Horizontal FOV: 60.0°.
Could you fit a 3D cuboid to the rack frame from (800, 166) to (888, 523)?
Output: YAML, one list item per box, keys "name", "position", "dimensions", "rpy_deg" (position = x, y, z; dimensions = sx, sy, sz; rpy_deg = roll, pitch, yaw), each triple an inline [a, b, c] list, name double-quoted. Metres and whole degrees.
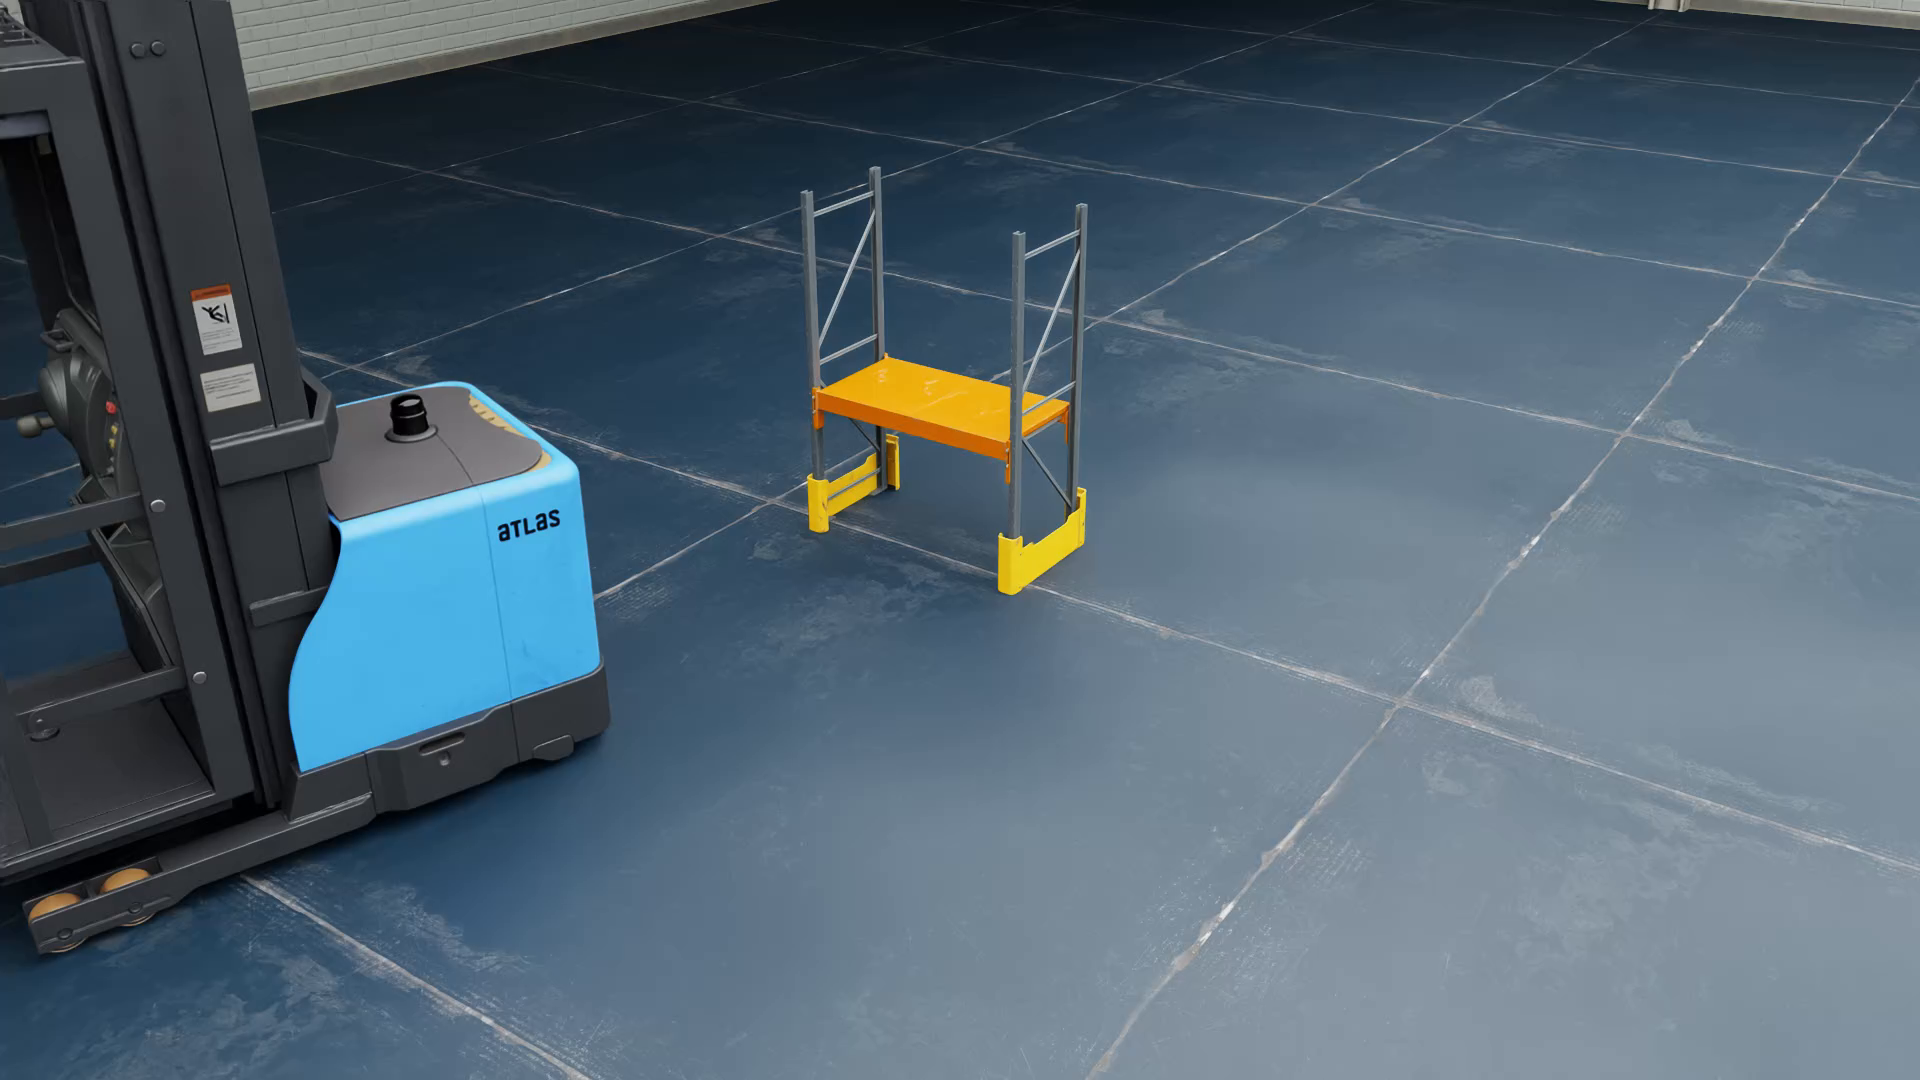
- name: "rack frame"
  position: [-0.489, -0.821, 7.209]
  dimensions: [0.032, 1.500, 0.500]
  rpy_deg: [17, 32, 30]

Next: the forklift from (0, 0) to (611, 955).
- name: "forklift"
  position: [-2.710, -0.371, 4.747]
  dimensions: [3.031, 2.935, 1.130]
  rpy_deg: [-19, 32, -32]

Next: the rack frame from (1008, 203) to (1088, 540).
- name: "rack frame"
  position: [0.349, -0.560, 6.696]
  dimensions: [0.032, 1.500, 0.500]
  rpy_deg: [17, 32, 30]

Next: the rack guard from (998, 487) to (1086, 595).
- name: "rack guard"
  position: [0.348, -0.003, 6.980]
  dimensions: [0.087, 0.250, 0.587]
  rpy_deg: [17, 32, 30]

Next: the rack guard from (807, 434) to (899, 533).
- name: "rack guard"
  position: [-0.473, -0.259, 7.483]
  dimensions: [0.087, 0.250, 0.587]
  rpy_deg: [17, 32, 30]

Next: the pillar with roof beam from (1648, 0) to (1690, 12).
- name: "pillar with roof beam"
  position: [5.863, -8.625, 14.277]
  dimensions: [0.400, 9.000, 9.100]
  rpy_deg: [17, 32, 30]

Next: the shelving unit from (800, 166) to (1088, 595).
- name: "shelving unit"
  position: [-0.063, -0.688, 6.948]
  dimensions: [1.083, 1.500, 0.587]
  rpy_deg: [17, 32, 30]

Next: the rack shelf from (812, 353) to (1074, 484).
- name: "rack shelf"
  position: [-0.070, -0.530, 7.034]
  dimensions: [1.000, 0.185, 0.538]
  rpy_deg: [17, 32, 30]
